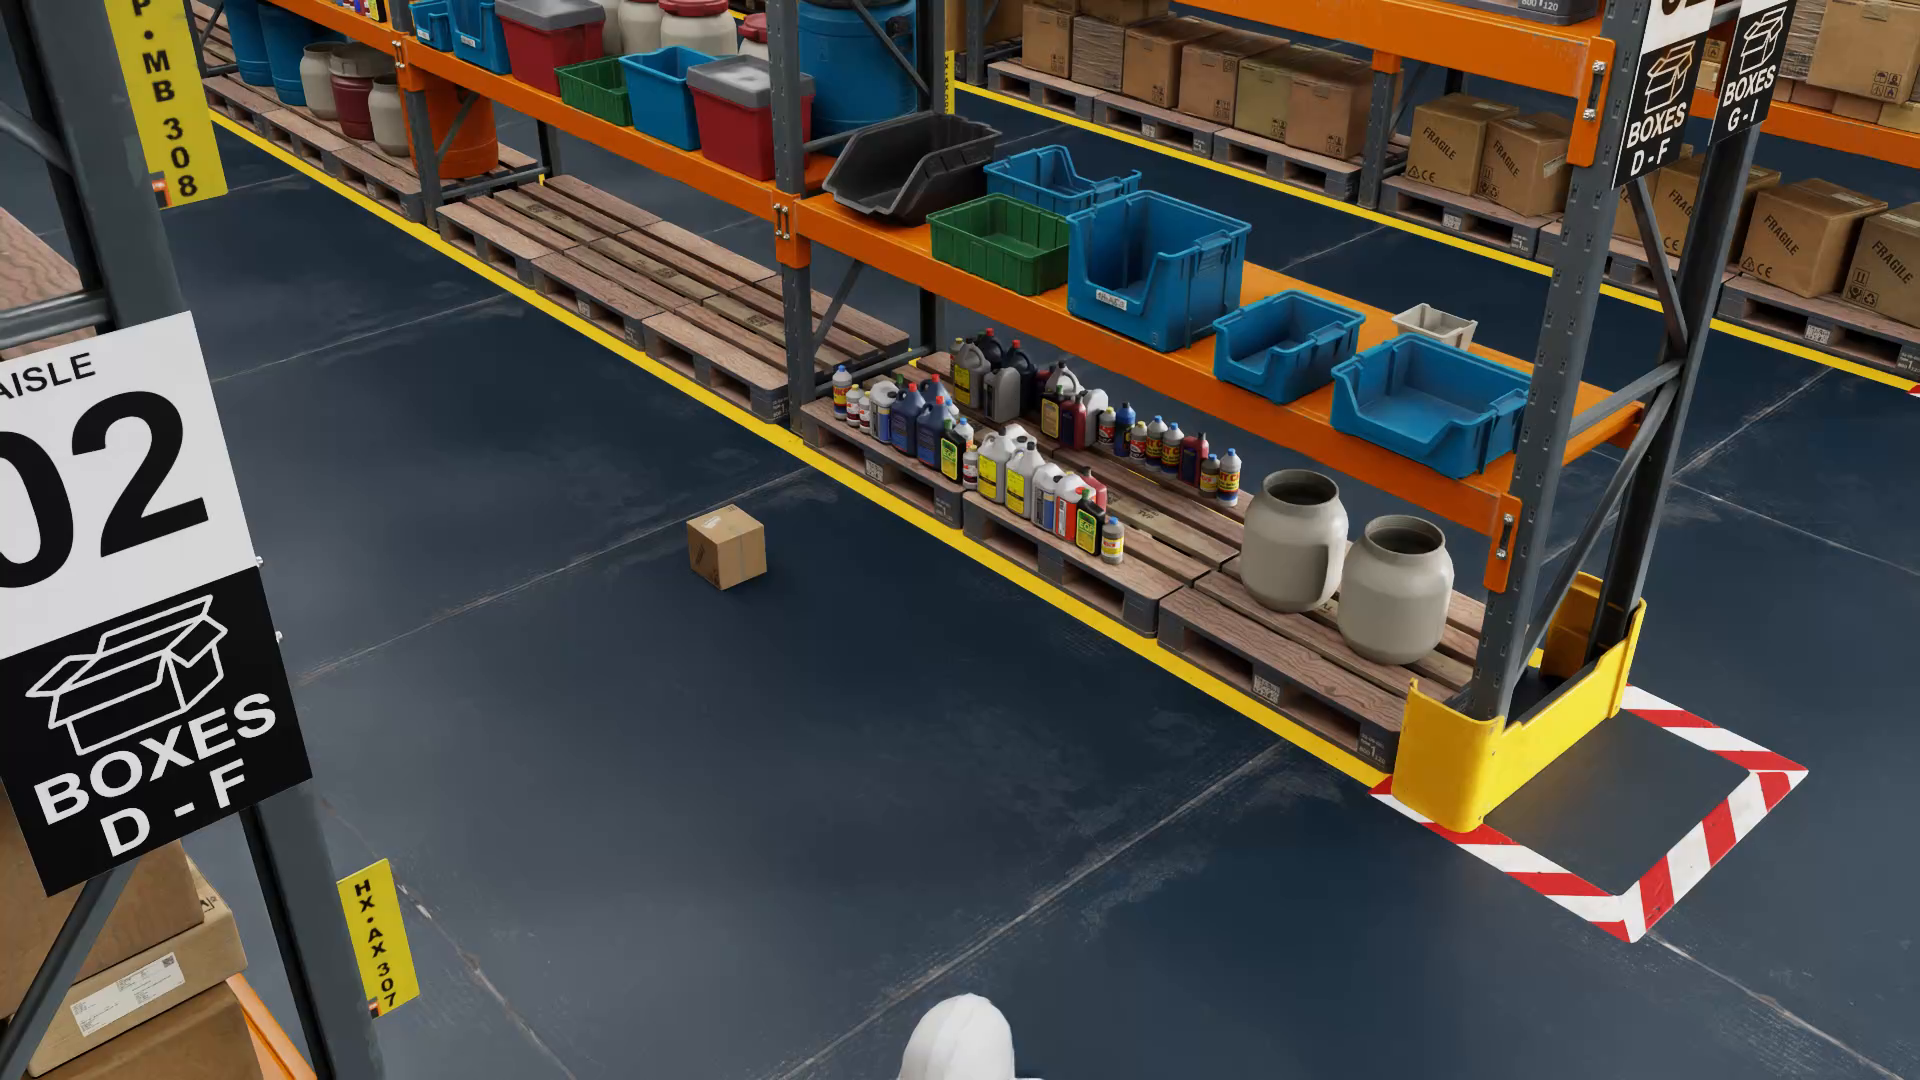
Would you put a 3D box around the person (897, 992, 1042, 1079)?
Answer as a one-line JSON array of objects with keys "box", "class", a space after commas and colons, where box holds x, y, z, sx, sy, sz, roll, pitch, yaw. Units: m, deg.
[{"box": [-0.011, 1.623, 3.449, 0.618, 1.743, 0.833, -5, 32, -8], "class": "person"}]
